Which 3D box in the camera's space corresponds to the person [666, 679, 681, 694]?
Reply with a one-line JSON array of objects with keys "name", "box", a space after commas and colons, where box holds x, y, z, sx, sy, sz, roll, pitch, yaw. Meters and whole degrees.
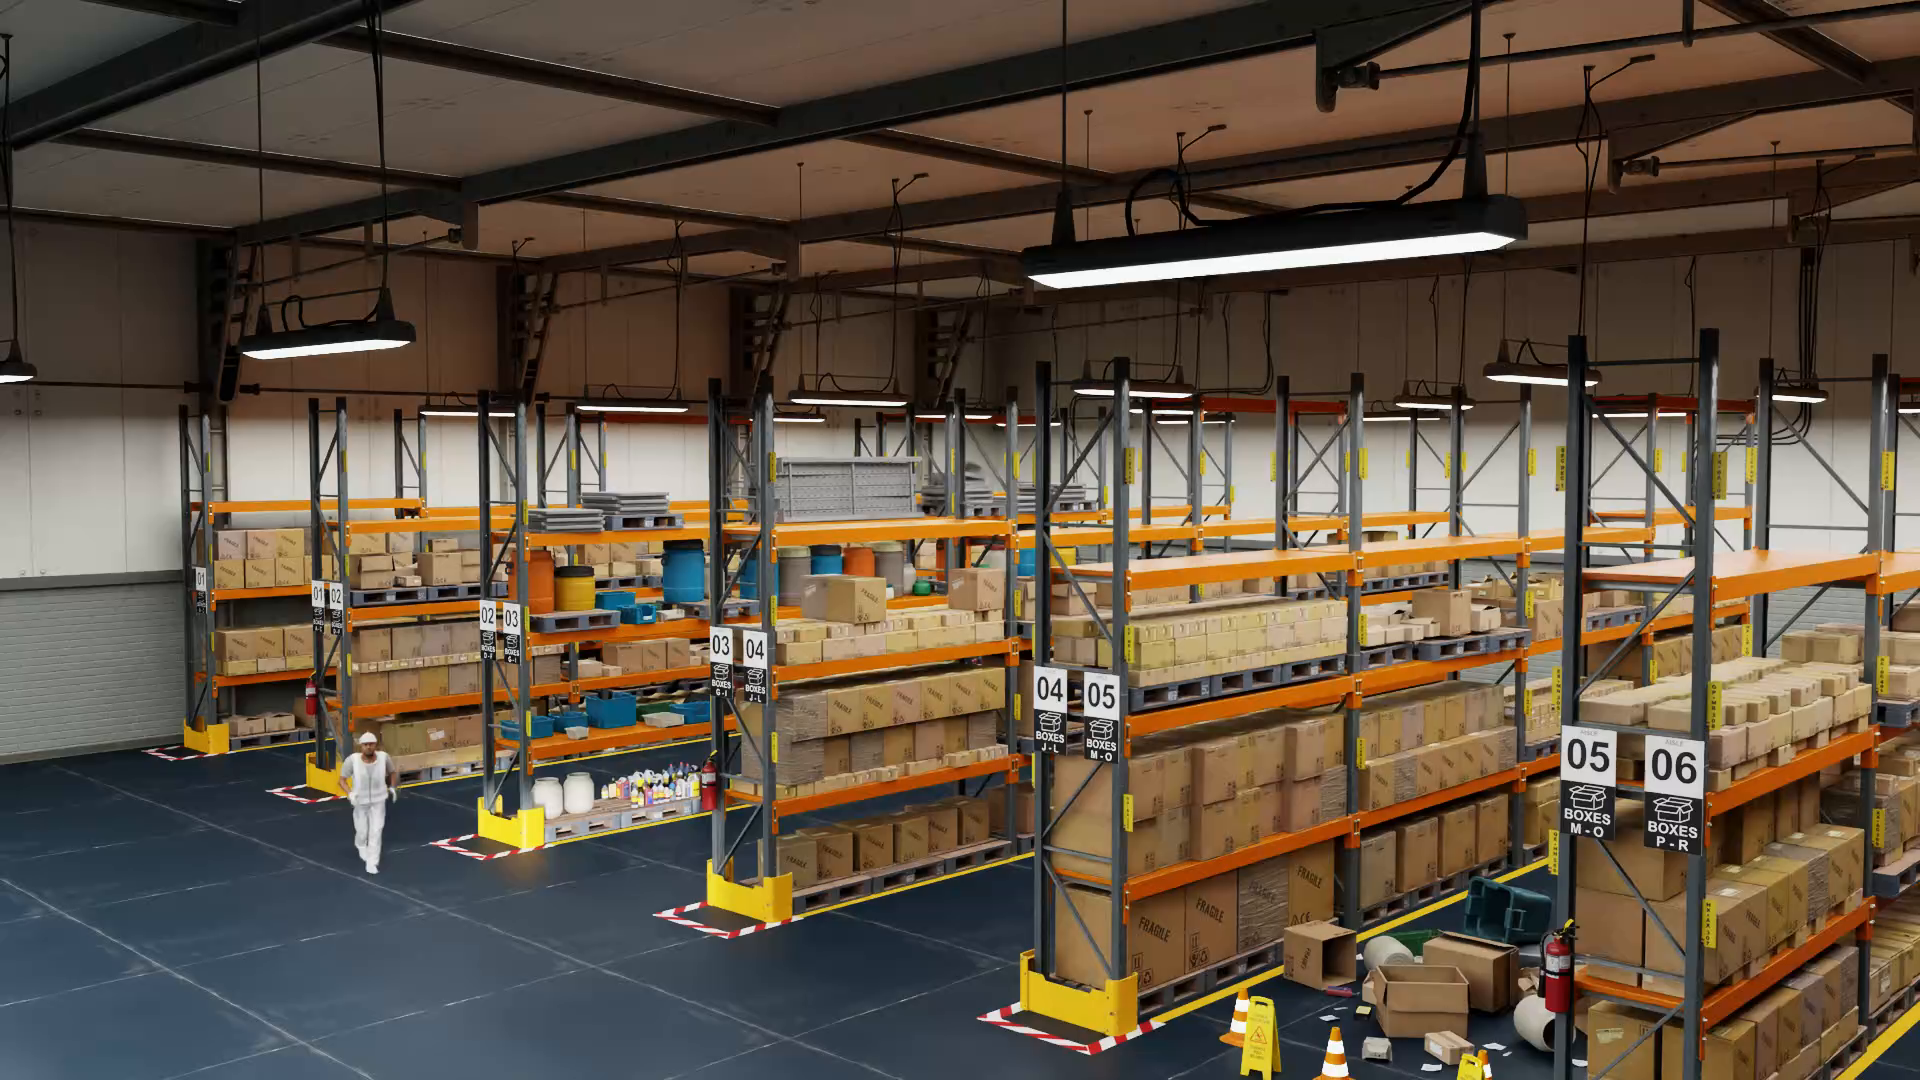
[{"name": "person", "box": [-5.484, 2.684, 32.153, 0.444, 1.611, 0.539, -1, 3, -14]}]

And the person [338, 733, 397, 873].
[{"name": "person", "box": [-7.340, 3.218, 20.611, 0.690, 1.731, 0.756, -1, 3, -24]}]
